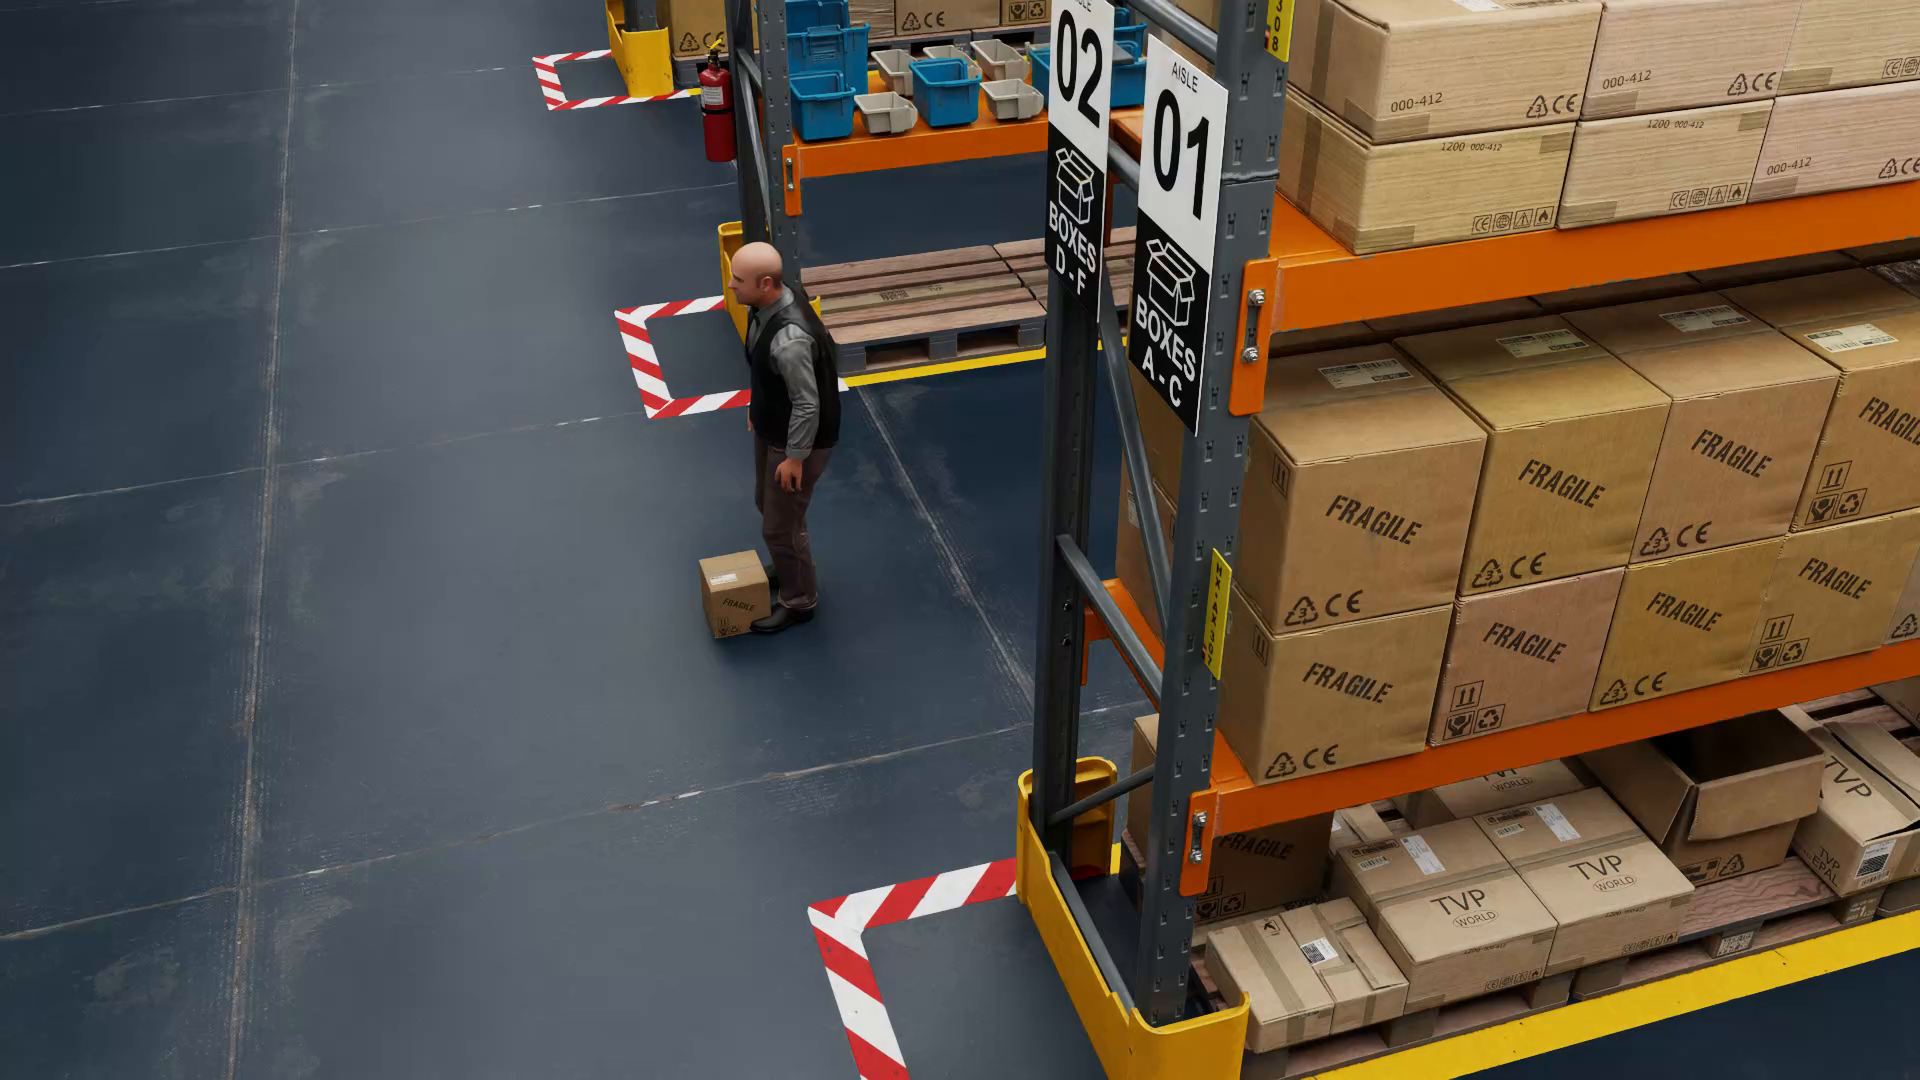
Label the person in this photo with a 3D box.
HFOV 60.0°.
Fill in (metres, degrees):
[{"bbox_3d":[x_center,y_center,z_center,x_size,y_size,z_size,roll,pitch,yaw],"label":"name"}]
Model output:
[{"bbox_3d":[-0.723,-0.425,6.800,0.462,1.721,0.588,-11,35,-16],"label":"person"}]
